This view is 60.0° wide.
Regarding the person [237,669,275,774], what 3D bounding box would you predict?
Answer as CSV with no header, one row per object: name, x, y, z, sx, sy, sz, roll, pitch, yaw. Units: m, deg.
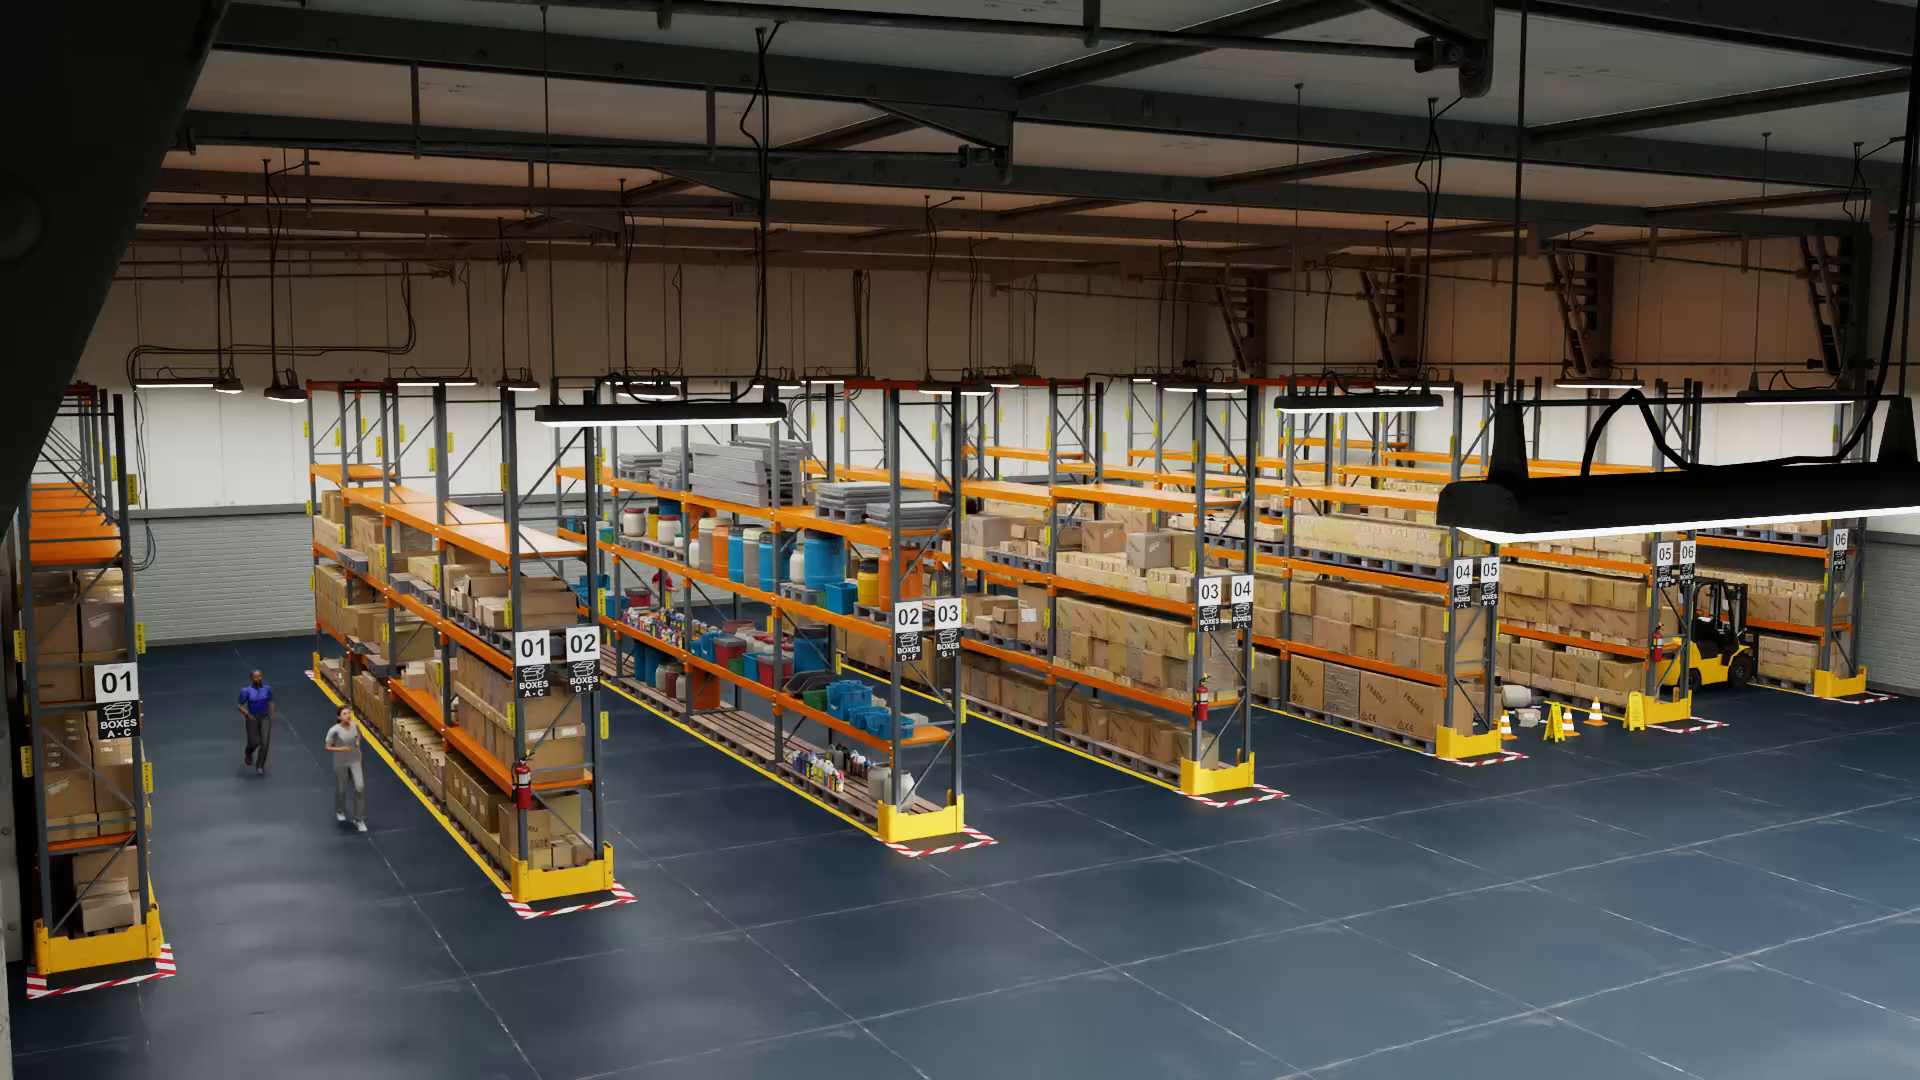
person,-10.877,2.795,25.752,0.562,1.609,0.589,-5,8,-39

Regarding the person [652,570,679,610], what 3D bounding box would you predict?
person,-6.860,1.361,38.667,0.994,1.732,0.702,-2,6,-17

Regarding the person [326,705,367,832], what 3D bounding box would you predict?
person,-8.381,3.085,22.667,0.555,1.714,0.806,-5,8,-38

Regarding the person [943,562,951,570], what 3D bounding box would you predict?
person,-0.304,1.075,41.828,0.590,1.711,0.799,3,7,28
